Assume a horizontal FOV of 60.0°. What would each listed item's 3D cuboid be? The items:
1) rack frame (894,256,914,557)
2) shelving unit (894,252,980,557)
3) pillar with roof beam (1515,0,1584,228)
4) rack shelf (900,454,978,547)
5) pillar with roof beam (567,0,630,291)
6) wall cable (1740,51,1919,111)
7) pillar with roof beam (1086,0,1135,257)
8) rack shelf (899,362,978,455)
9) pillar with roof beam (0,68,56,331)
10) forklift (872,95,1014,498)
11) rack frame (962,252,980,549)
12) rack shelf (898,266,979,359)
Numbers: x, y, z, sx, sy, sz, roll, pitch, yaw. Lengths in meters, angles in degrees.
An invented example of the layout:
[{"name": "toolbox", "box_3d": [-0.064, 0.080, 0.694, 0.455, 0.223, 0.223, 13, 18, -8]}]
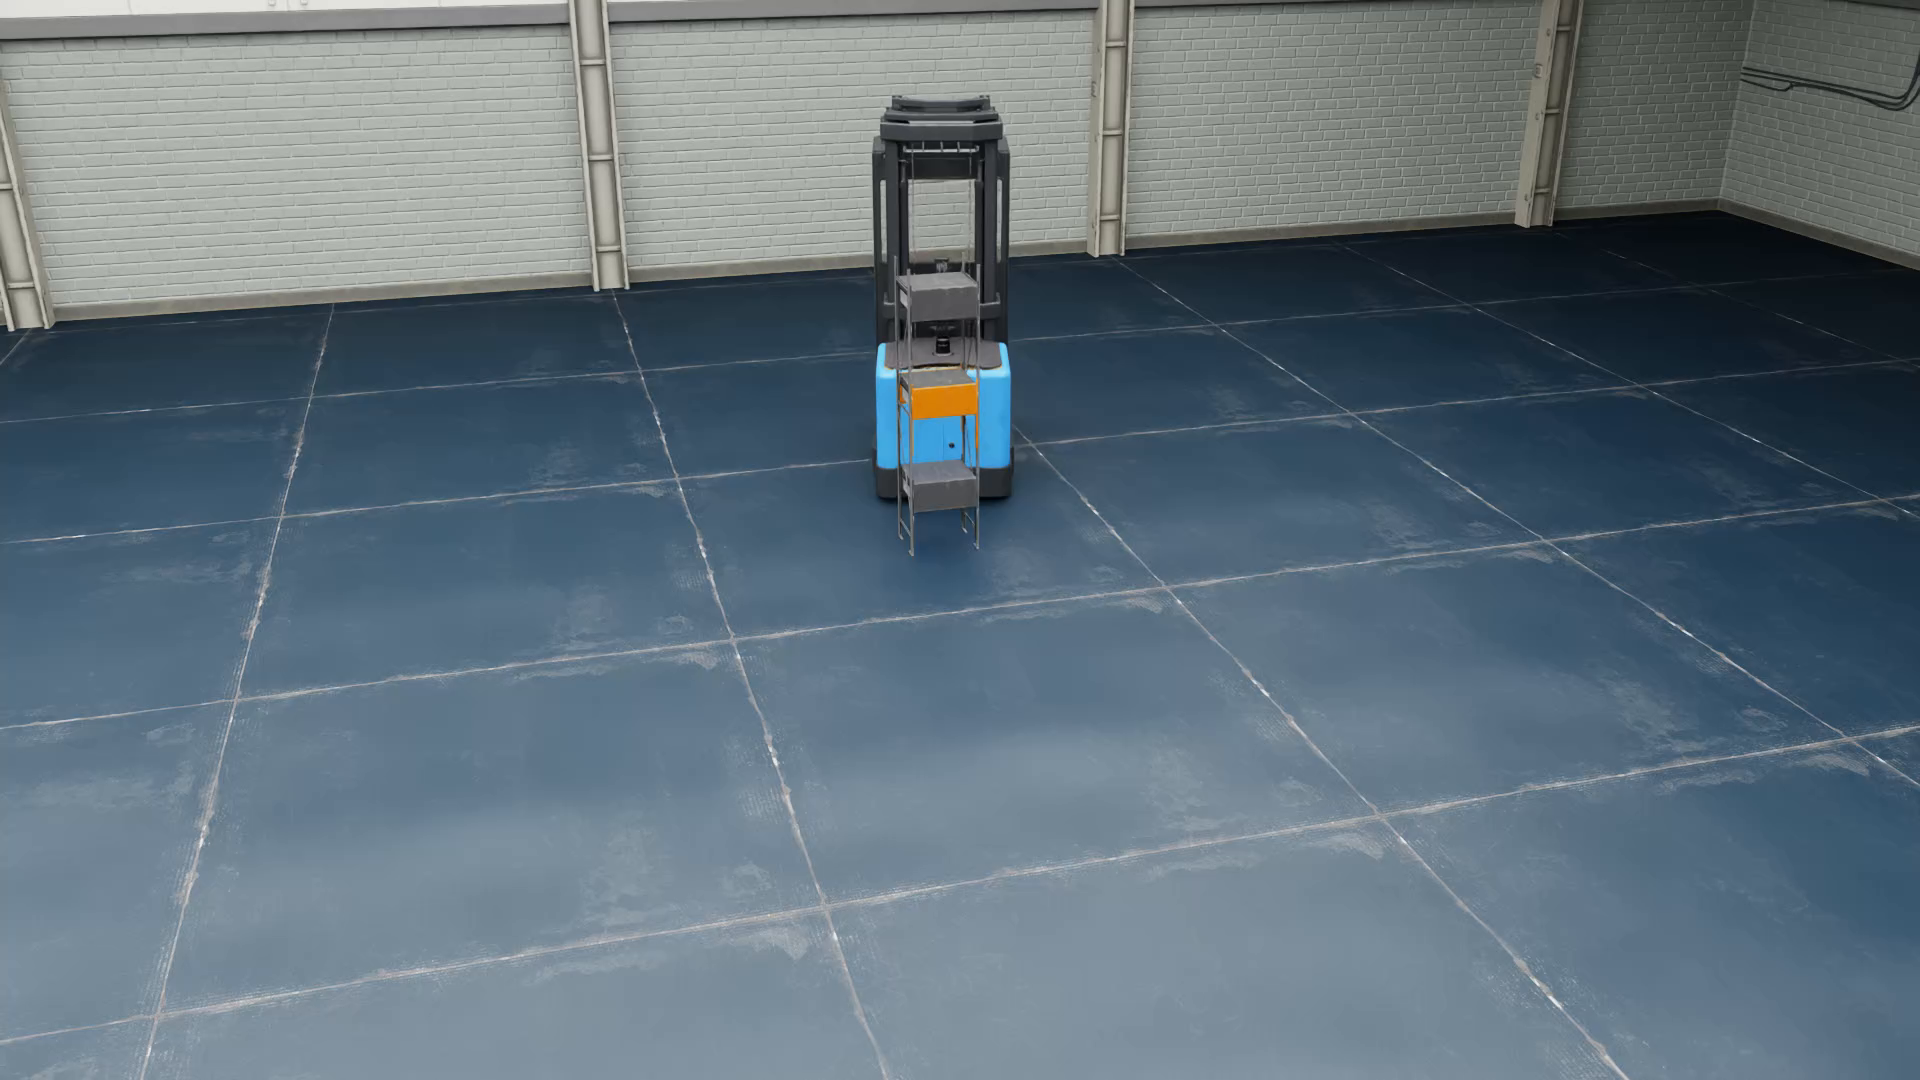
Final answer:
[{"name": "rack frame", "box_3d": [-0.394, -0.921, 11.734, 0.015, 2.100, 0.400, -6, 24, -14]}, {"name": "shelving unit", "box_3d": [-0.159, -0.947, 11.795, 0.503, 2.100, 0.431, -6, 24, -14]}, {"name": "pillar with roof beam", "box_3d": [8.731, -6.673, 16.389, 0.400, 9.000, 9.100, -6, 24, -14]}, {"name": "rack shelf", "box_3d": [-0.159, -0.291, 12.076, 0.480, 0.518, 0.431, -6, 24, -14]}, {"name": "pillar with roof beam", "box_3d": [-2.823, -5.395, 13.410, 0.400, 9.000, 9.100, -6, 24, -14]}, {"name": "wall cable", "box_3d": [10.761, -6.692, 20.372, 0.112, 2.526, 3.097, -6, 24, -14]}, {"name": "pillar with roof beam", "box_3d": [2.954, -6.034, 14.900, 0.400, 9.000, 9.100, -6, 24, -14]}, {"name": "rack shelf", "box_3d": [-0.159, -0.935, 11.800, 0.480, 0.518, 0.431, -6, 24, -14]}, {"name": "pillar with roof beam", "box_3d": [-8.600, -4.755, 11.921, 0.400, 9.000, 9.100, -6, 24, -14]}, {"name": "forklift", "box_3d": [-0.155, -2.205, 13.671, 1.130, 2.935, 3.031, 0, 23, -1]}, {"name": "rack frame", "box_3d": [0.076, -0.973, 11.855, 0.015, 2.100, 0.400, -6, 24, -14]}, {"name": "rack shelf", "box_3d": [-0.159, -1.578, 11.524, 0.480, 0.518, 0.431, -6, 24, -14]}]
